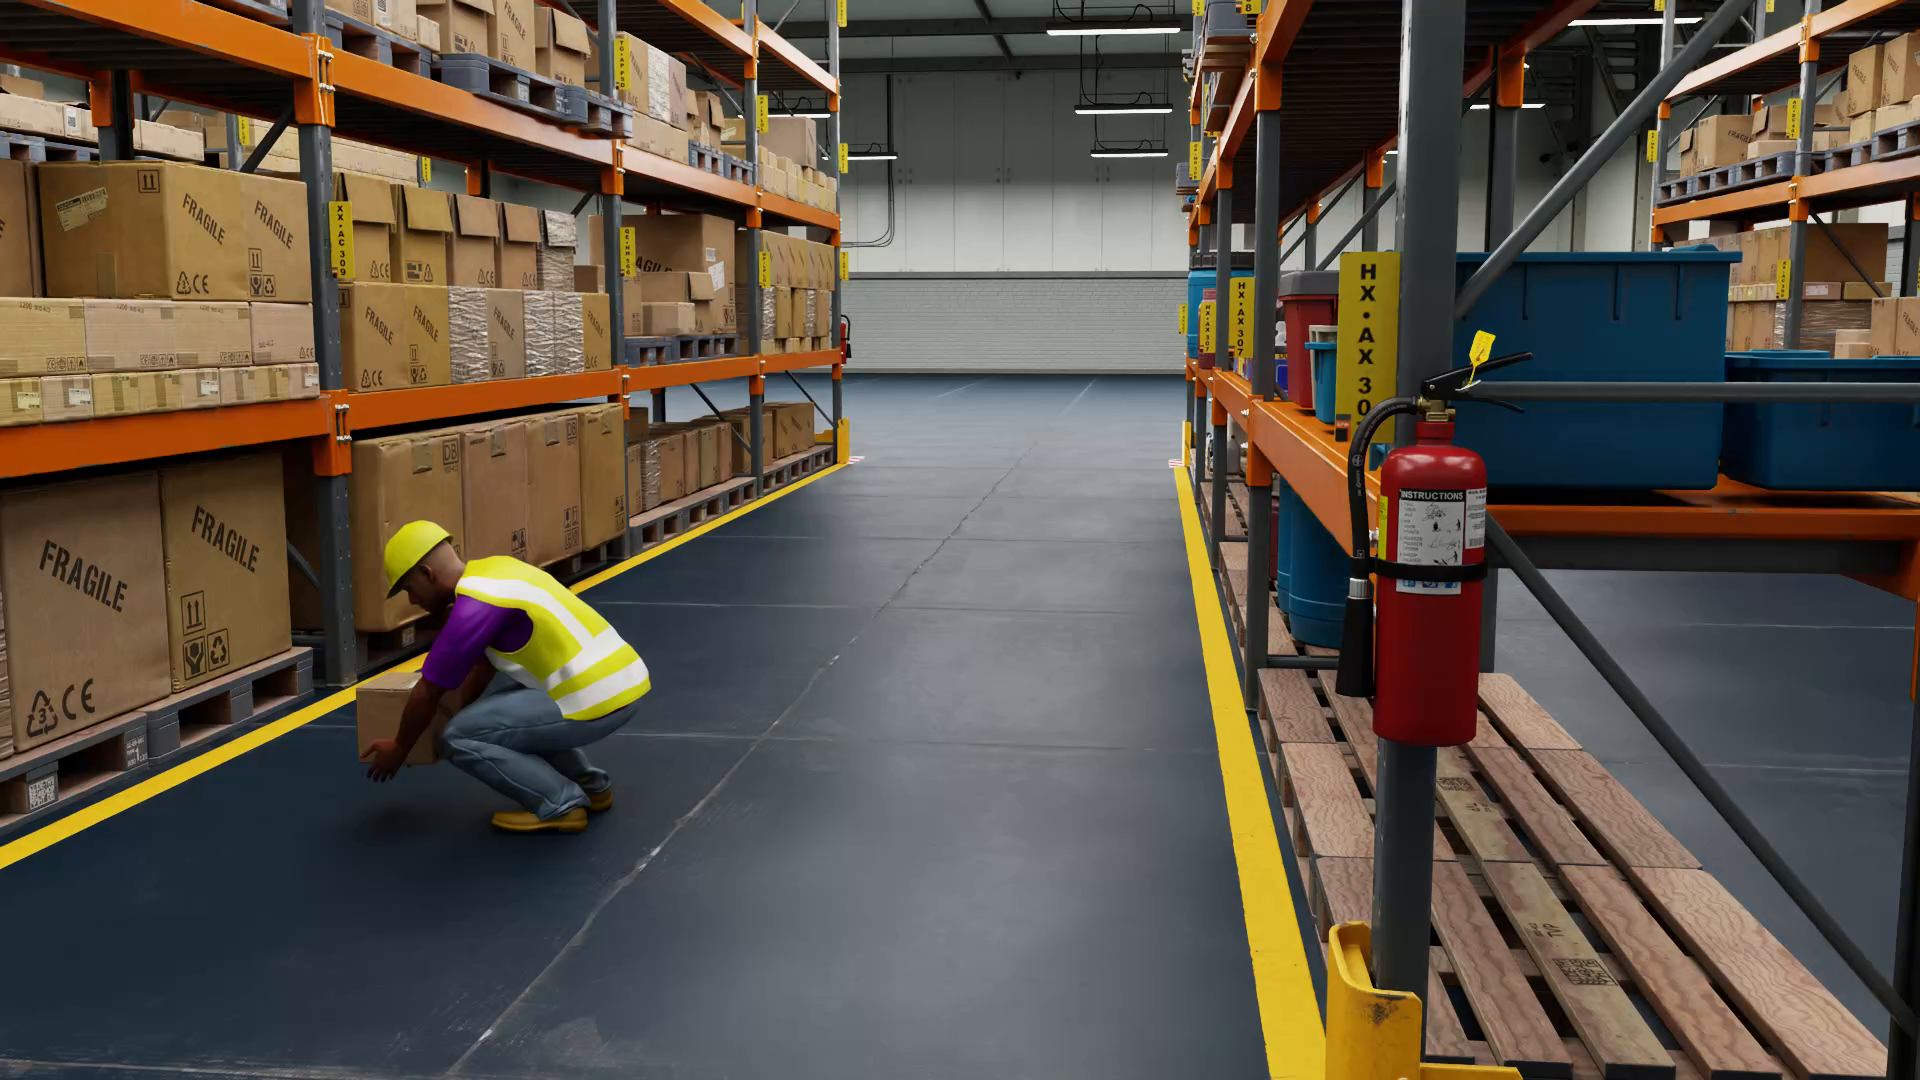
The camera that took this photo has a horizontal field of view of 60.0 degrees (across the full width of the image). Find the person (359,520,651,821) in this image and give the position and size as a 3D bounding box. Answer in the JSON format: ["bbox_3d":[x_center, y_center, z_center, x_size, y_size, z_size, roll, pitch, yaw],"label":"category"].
[{"bbox_3d":[-1.481,0.408,5.424,0.893,0.955,0.562,1,8,6],"label":"person"}]
